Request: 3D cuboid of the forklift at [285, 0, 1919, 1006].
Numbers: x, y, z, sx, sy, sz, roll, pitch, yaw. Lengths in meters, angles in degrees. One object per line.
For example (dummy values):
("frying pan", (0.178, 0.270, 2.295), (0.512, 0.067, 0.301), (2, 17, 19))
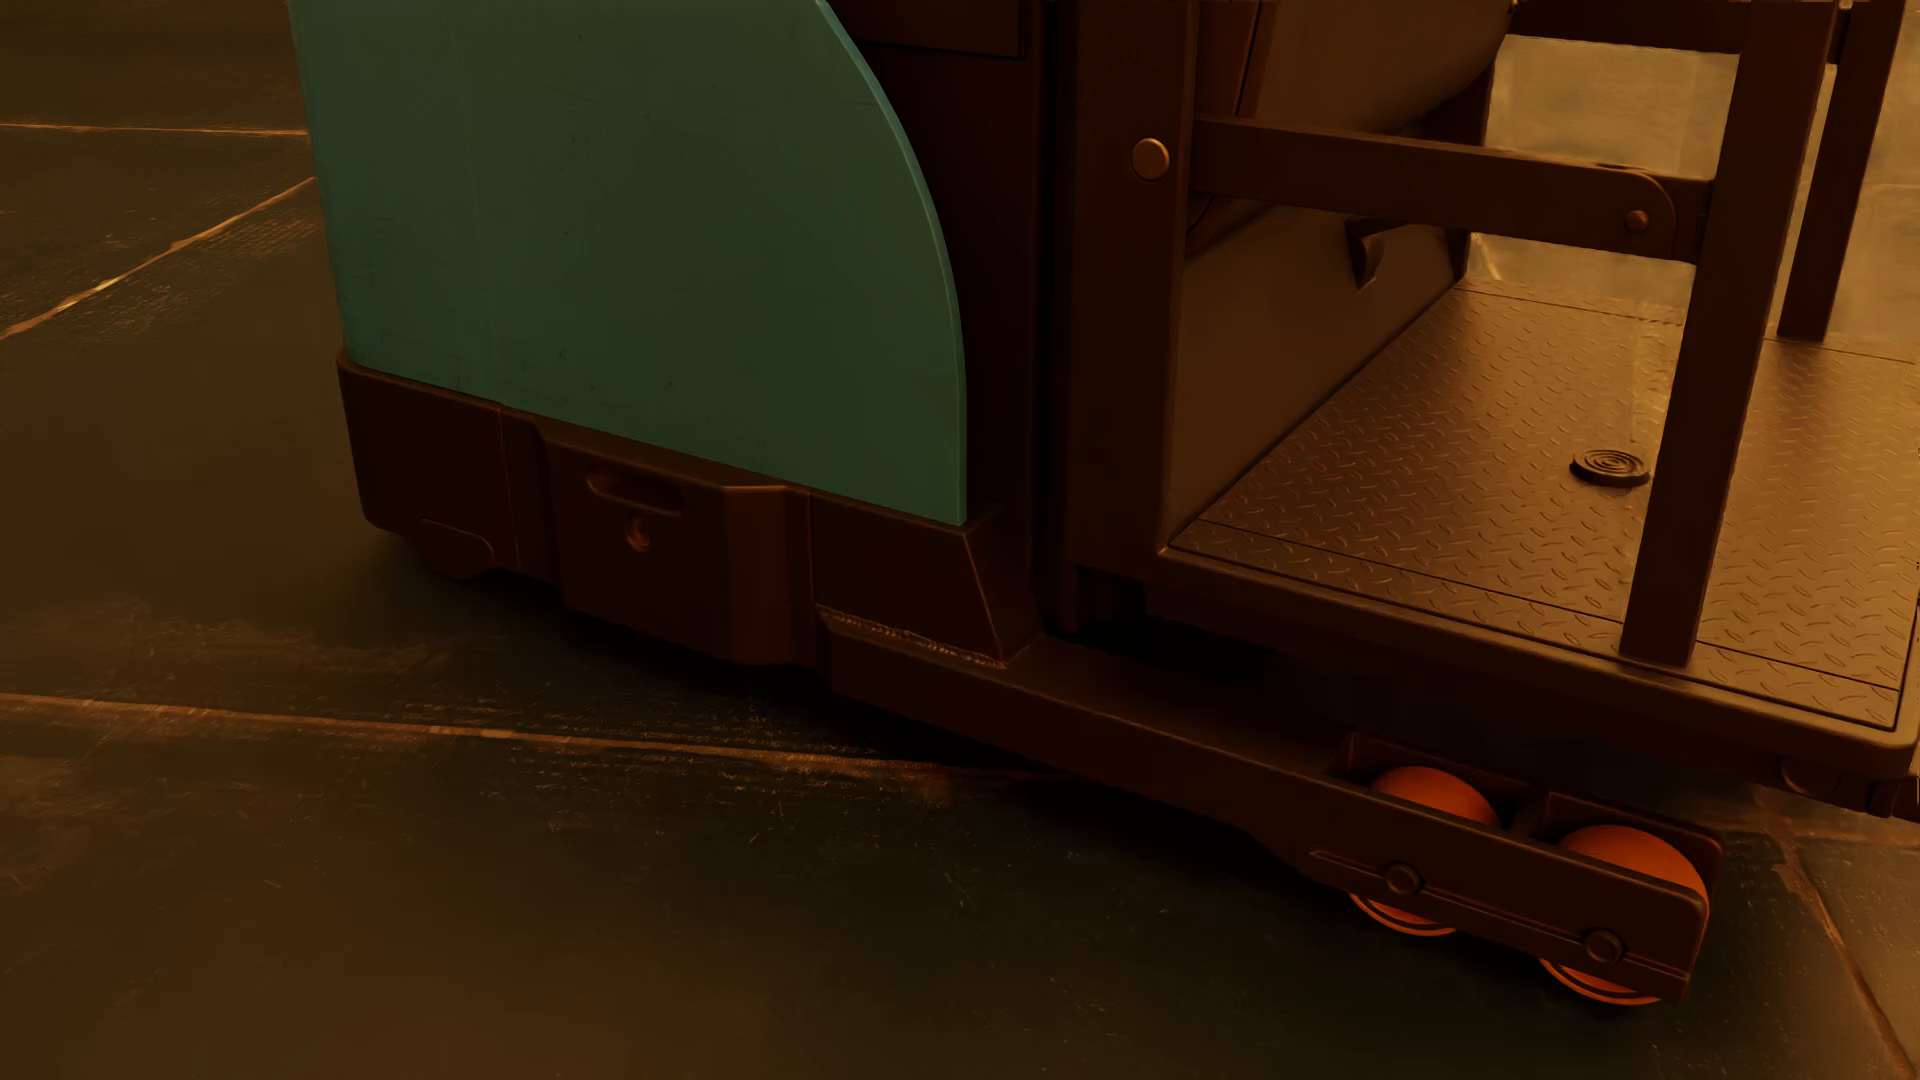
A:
("forklift", (0.651, -1.137, 1.495), (3.031, 2.935, 1.130), (15, 30, 28))
